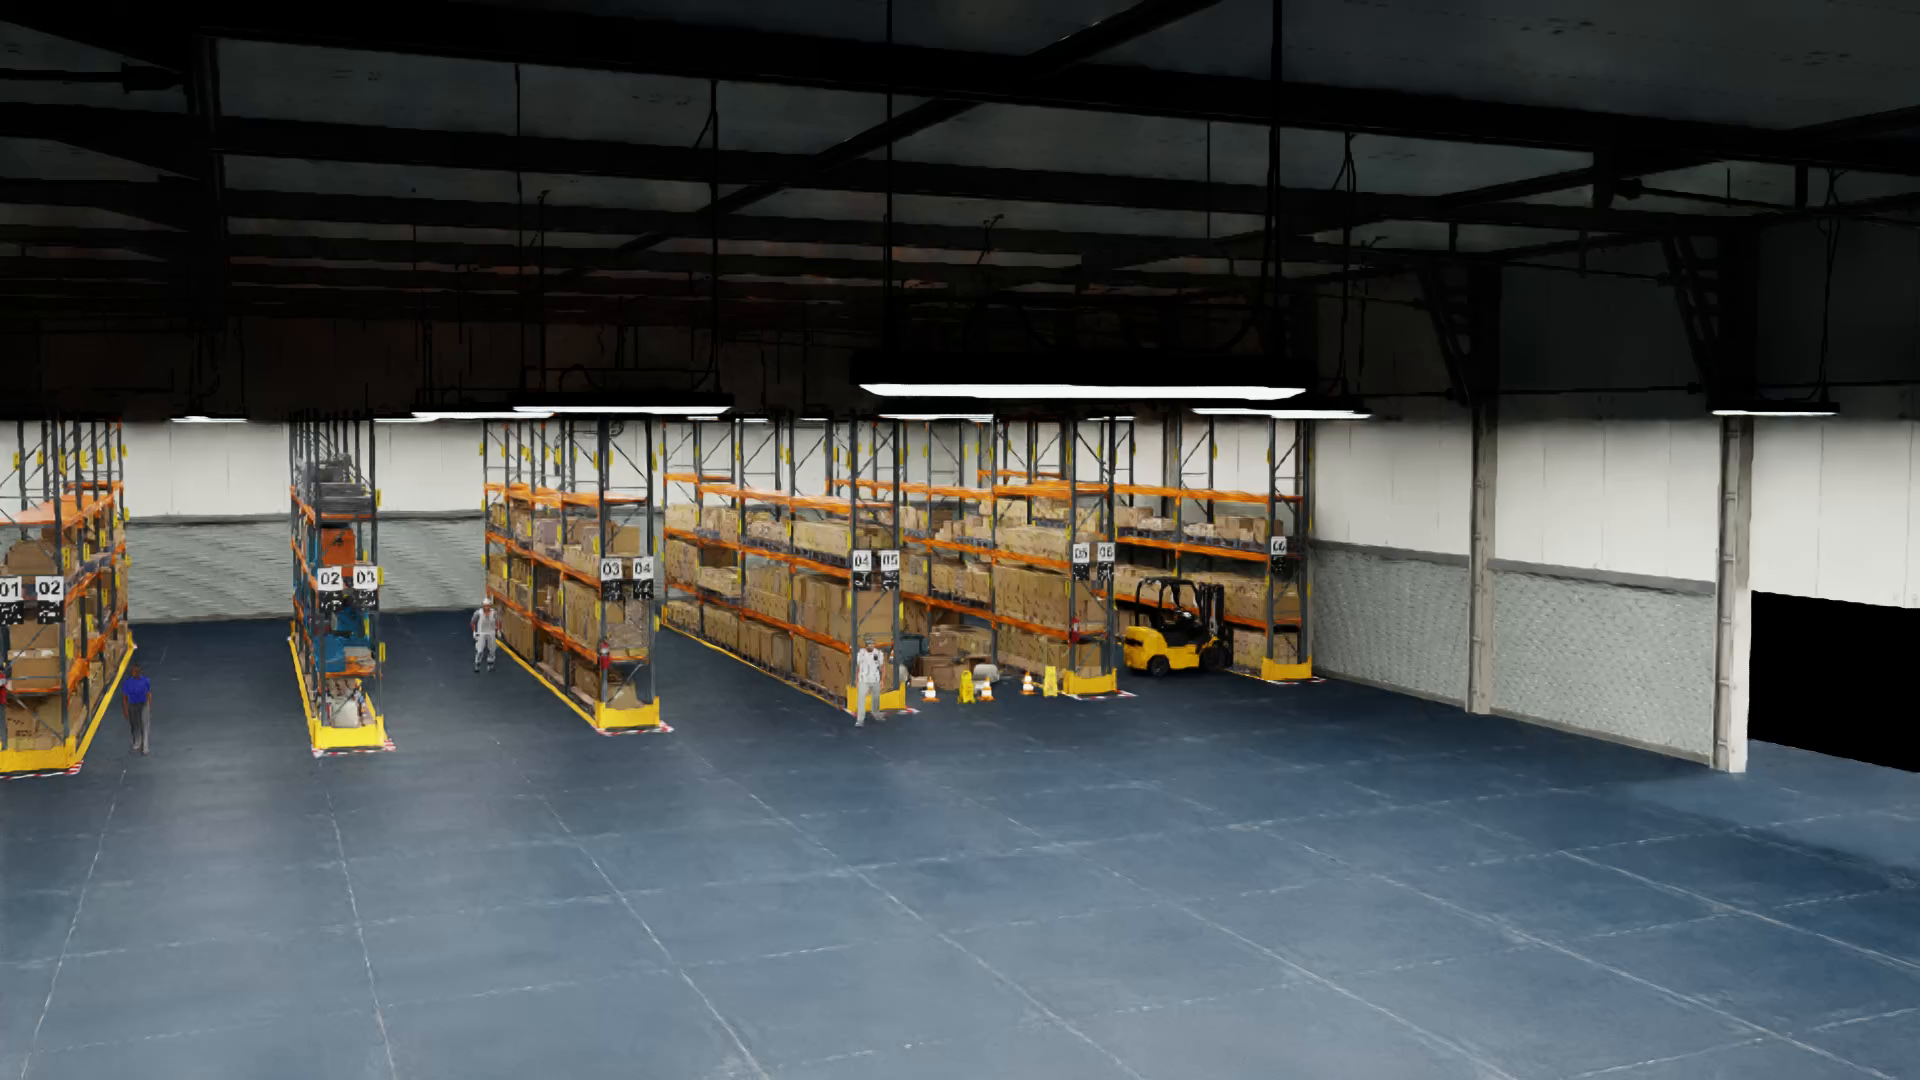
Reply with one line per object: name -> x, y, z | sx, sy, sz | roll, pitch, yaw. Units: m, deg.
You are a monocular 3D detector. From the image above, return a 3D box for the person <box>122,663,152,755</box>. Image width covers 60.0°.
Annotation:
person -> -14.260, 2.900, 28.813 | 0.447, 1.574, 1.088 | -2, 4, -21

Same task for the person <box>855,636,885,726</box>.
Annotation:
person -> -1.715, 2.653, 31.599 | 0.583, 1.711, 0.969 | 0, 4, 0

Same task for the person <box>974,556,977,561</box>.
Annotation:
person -> 0.735, 1.112, 53.461 | 0.696, 1.718, 0.435 | 2, 5, 31

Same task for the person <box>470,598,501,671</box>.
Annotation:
person -> -10.907, 2.181, 38.275 | 0.677, 1.742, 0.552 | -2, 4, -25
